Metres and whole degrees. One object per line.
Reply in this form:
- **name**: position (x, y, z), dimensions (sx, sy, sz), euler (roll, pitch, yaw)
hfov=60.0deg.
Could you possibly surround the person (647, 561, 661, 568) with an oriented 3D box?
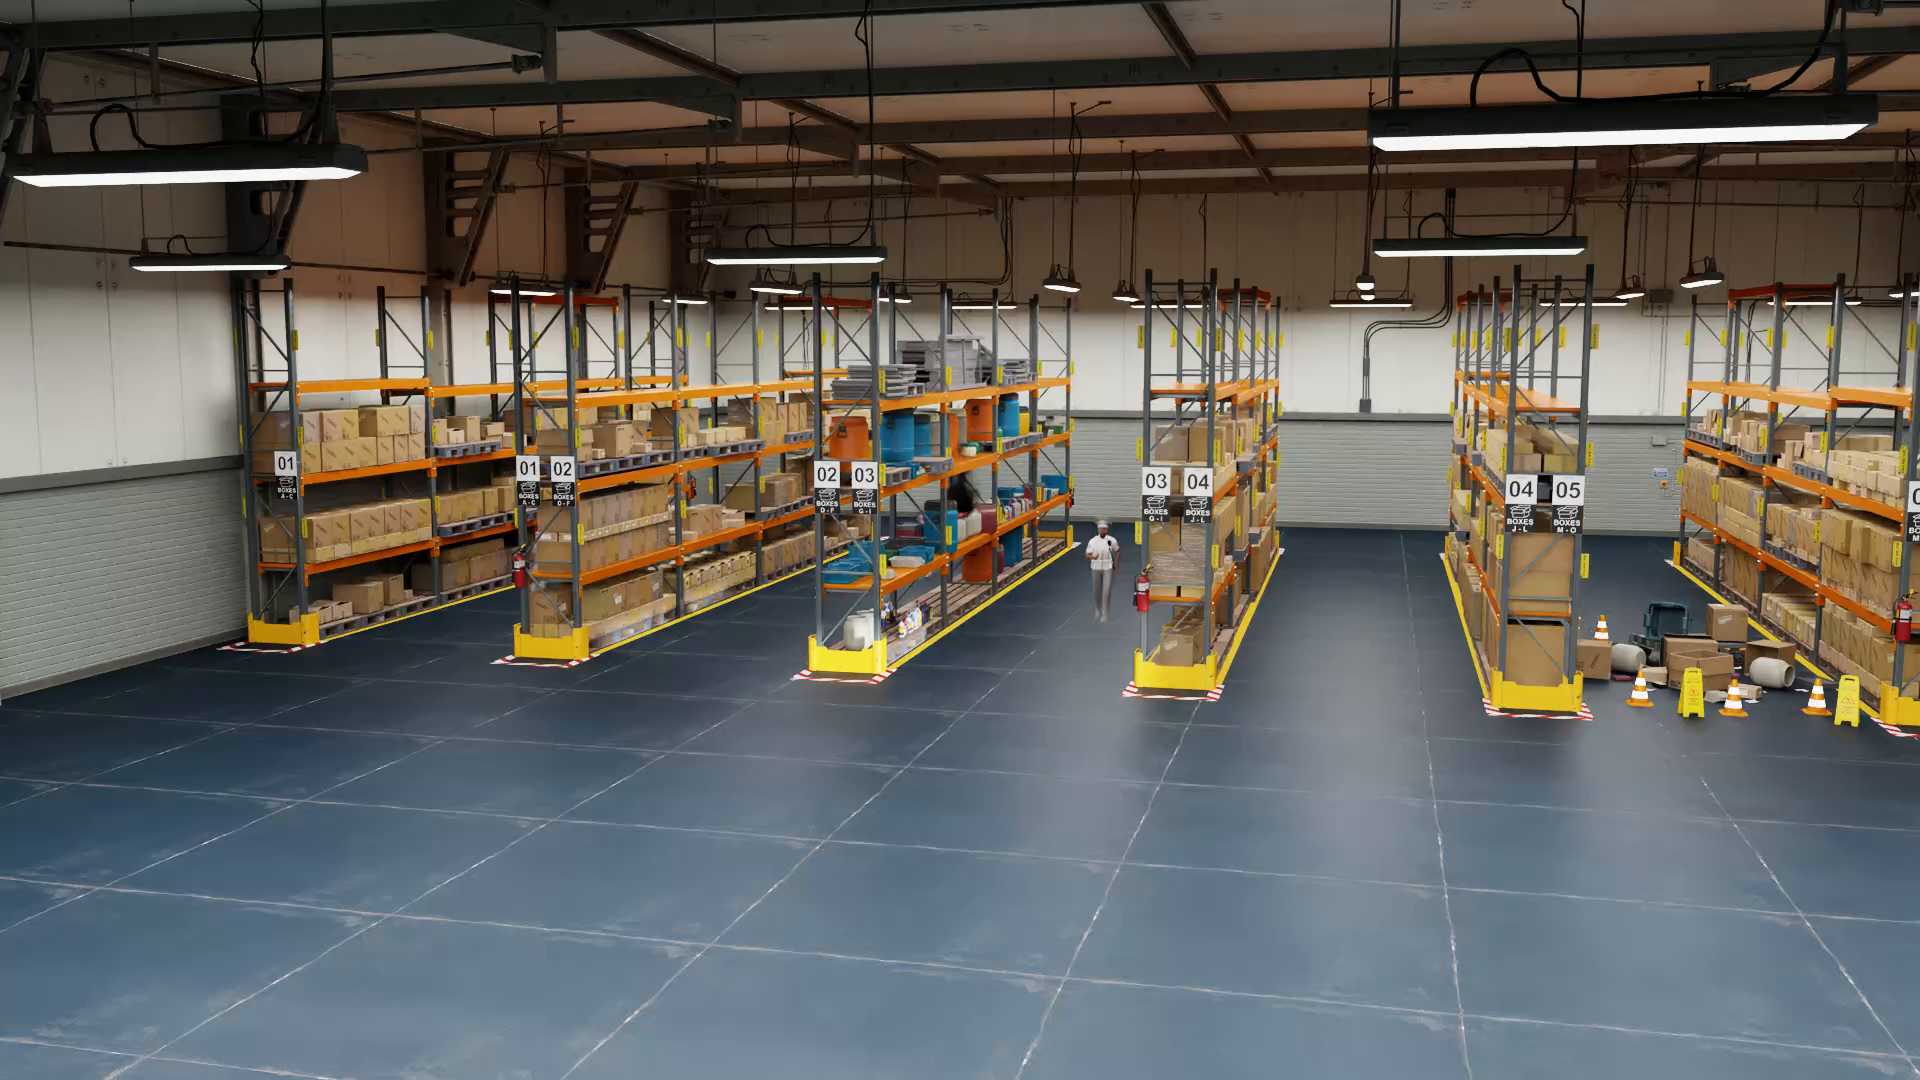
- **person**: position (-6.550, -0.067, 35.444), dimensions (0.585, 1.632, 0.629), euler (0, 7, -2)

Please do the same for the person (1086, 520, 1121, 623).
- **person**: position (2.408, 0.523, 28.038), dimensions (0.587, 1.715, 0.838), euler (1, 7, 8)

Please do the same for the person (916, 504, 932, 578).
- **person**: position (-0.734, 0.007, 35.080), dimensions (0.510, 1.607, 0.676), euler (1, 7, 8)

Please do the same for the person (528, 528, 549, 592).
- **person**: position (-7.623, 0.574, 30.287), dimensions (0.593, 1.632, 0.576), euler (1, 7, 9)
